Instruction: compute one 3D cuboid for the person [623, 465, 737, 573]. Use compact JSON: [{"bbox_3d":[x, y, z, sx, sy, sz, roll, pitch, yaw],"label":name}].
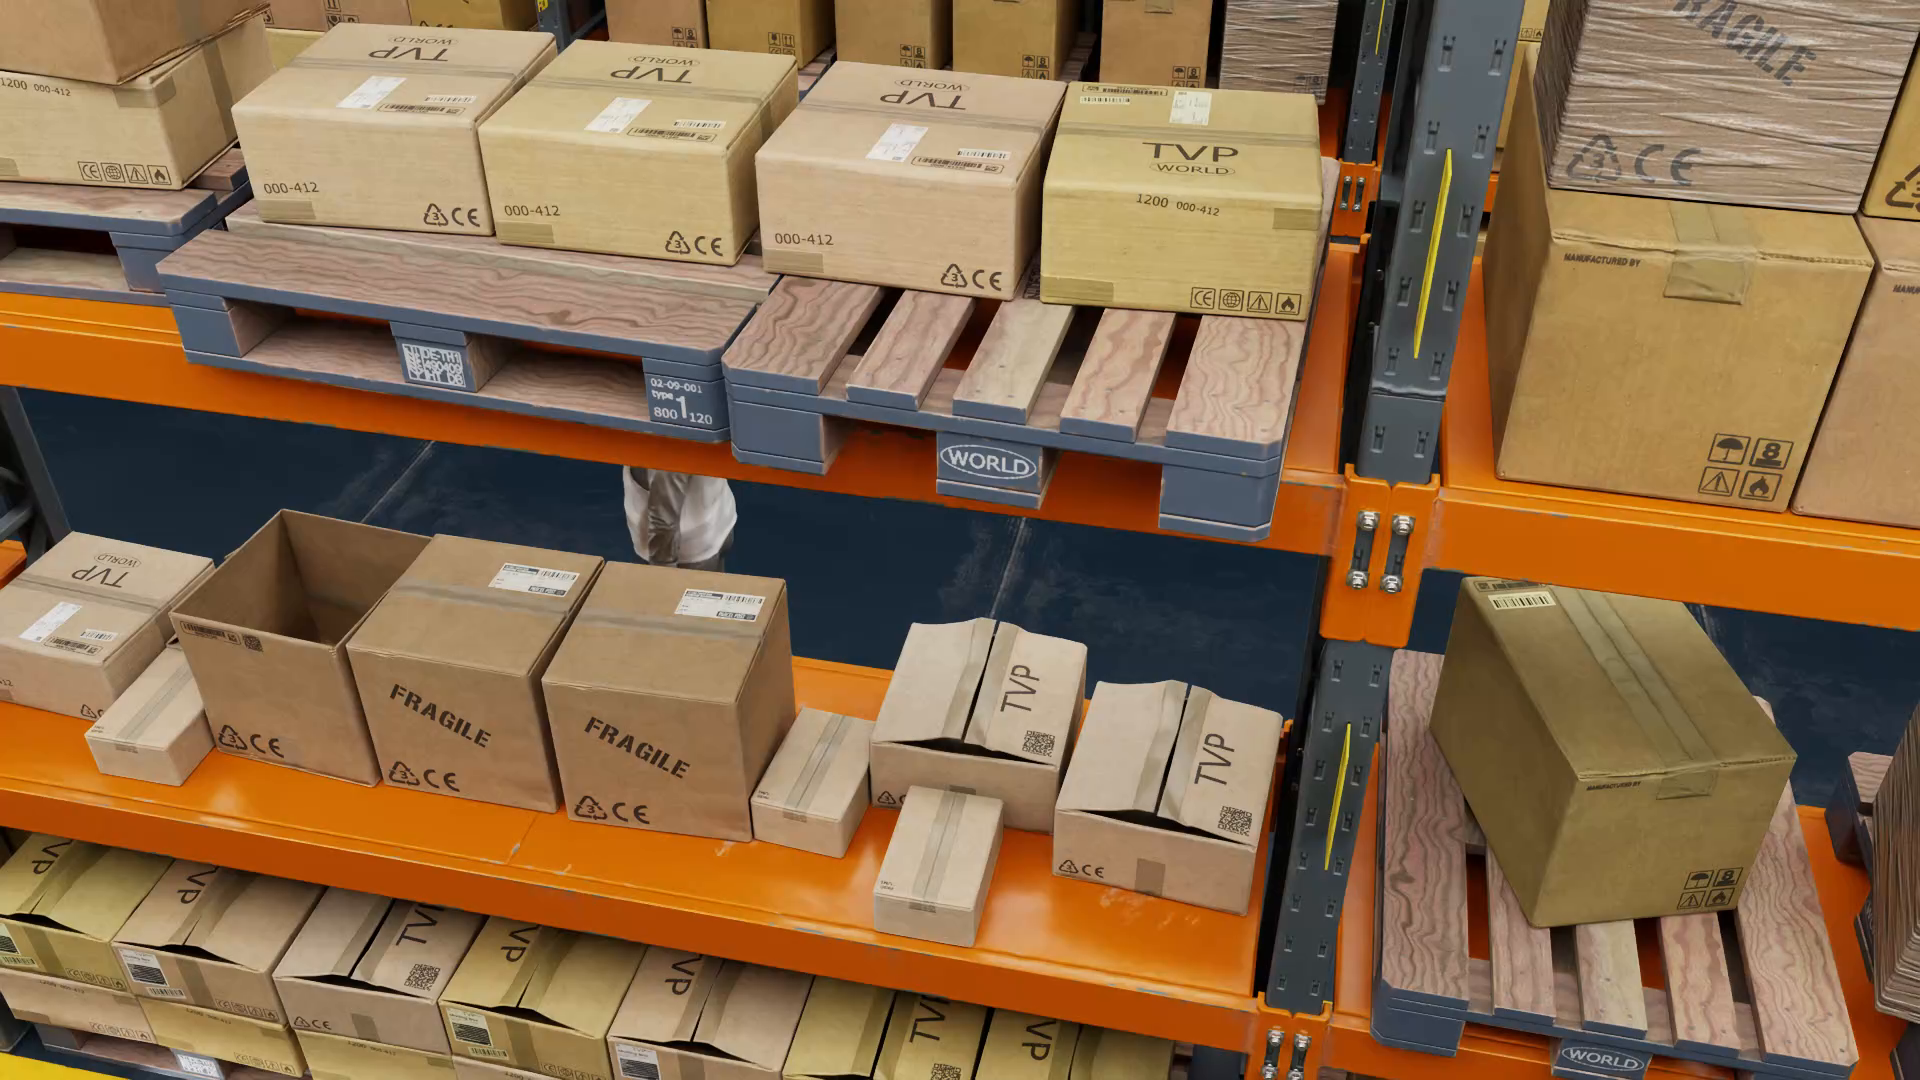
[{"bbox_3d":[-1.022,-0.006,6.143,0.358,1.775,0.532,8,37,11],"label":"person"}]
